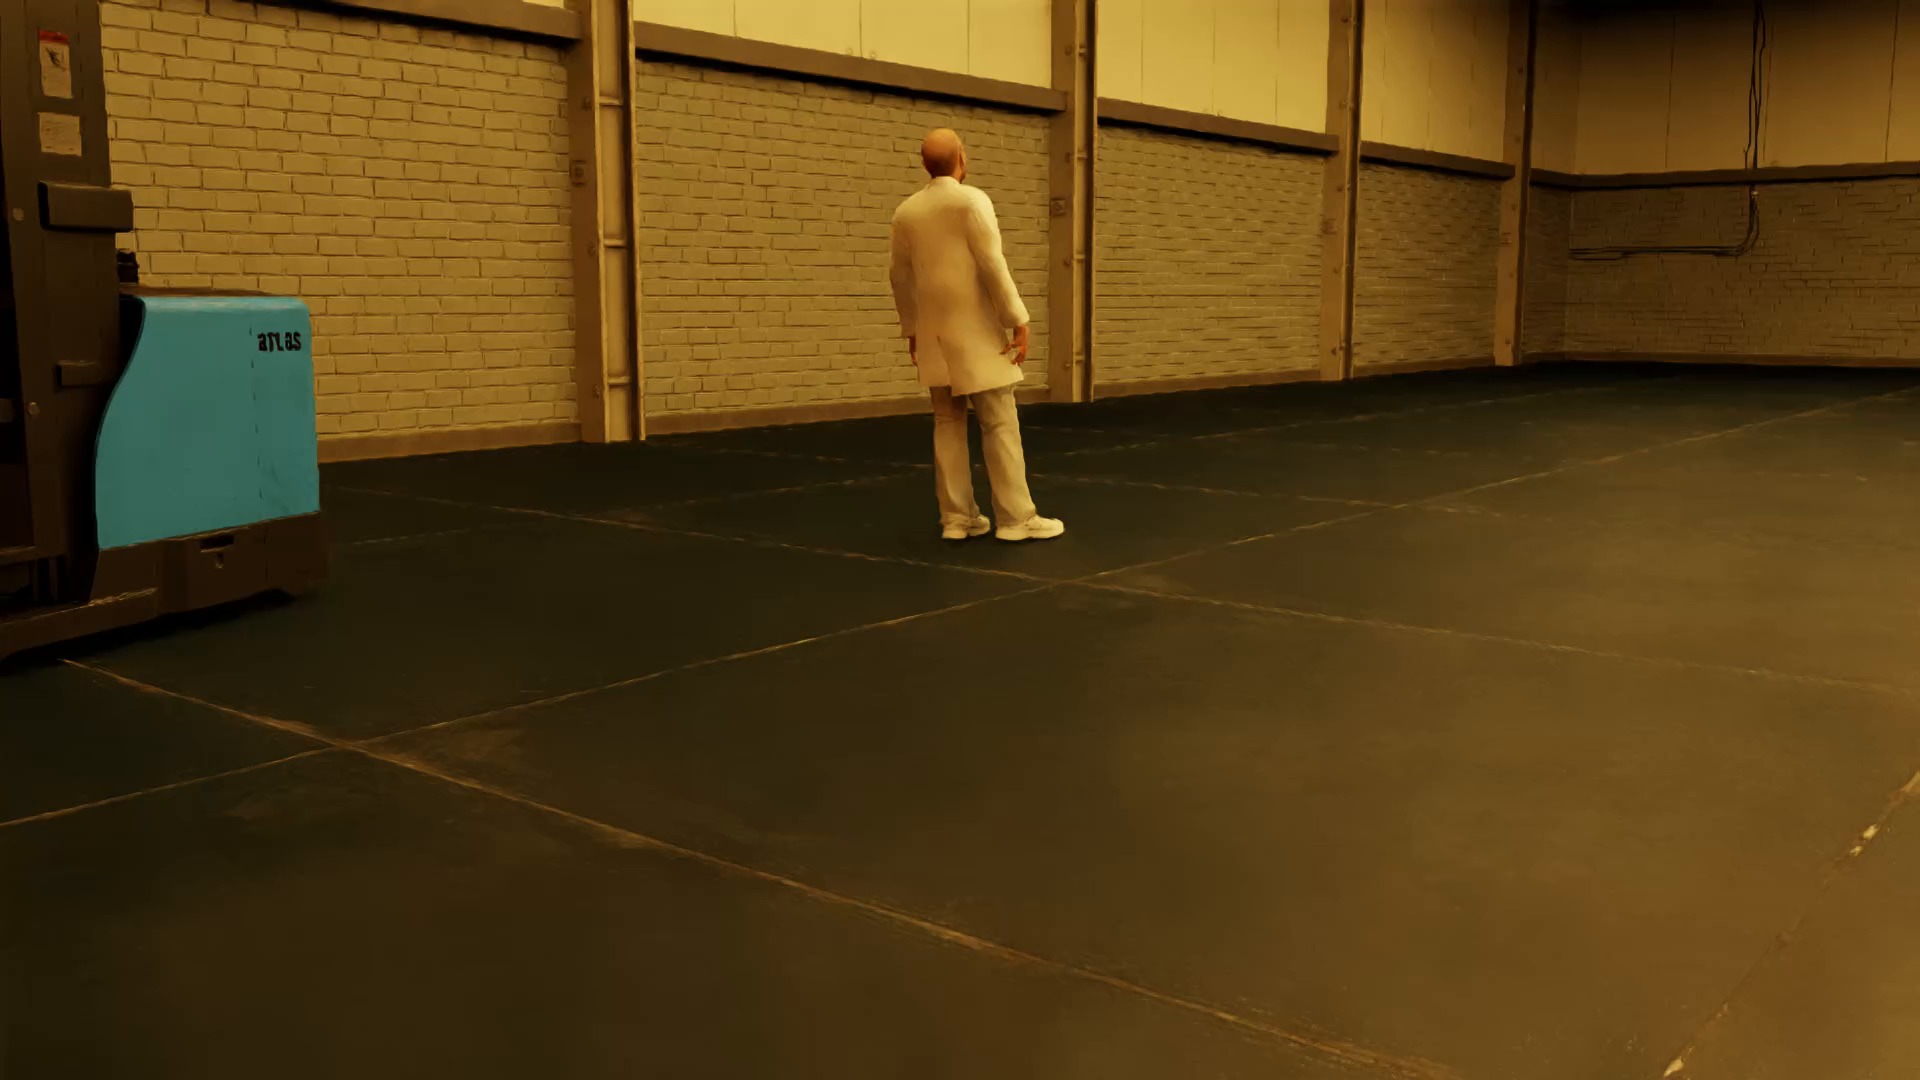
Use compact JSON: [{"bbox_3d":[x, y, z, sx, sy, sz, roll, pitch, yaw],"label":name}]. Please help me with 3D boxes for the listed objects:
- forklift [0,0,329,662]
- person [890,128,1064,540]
[{"bbox_3d":[-3.247,-1.074,4.624,1.130,2.935,3.031,3,9,19],"label":"forklift"},{"bbox_3d":[0.061,-0.896,7.342,0.694,1.776,0.579,7,11,38],"label":"person"}]
